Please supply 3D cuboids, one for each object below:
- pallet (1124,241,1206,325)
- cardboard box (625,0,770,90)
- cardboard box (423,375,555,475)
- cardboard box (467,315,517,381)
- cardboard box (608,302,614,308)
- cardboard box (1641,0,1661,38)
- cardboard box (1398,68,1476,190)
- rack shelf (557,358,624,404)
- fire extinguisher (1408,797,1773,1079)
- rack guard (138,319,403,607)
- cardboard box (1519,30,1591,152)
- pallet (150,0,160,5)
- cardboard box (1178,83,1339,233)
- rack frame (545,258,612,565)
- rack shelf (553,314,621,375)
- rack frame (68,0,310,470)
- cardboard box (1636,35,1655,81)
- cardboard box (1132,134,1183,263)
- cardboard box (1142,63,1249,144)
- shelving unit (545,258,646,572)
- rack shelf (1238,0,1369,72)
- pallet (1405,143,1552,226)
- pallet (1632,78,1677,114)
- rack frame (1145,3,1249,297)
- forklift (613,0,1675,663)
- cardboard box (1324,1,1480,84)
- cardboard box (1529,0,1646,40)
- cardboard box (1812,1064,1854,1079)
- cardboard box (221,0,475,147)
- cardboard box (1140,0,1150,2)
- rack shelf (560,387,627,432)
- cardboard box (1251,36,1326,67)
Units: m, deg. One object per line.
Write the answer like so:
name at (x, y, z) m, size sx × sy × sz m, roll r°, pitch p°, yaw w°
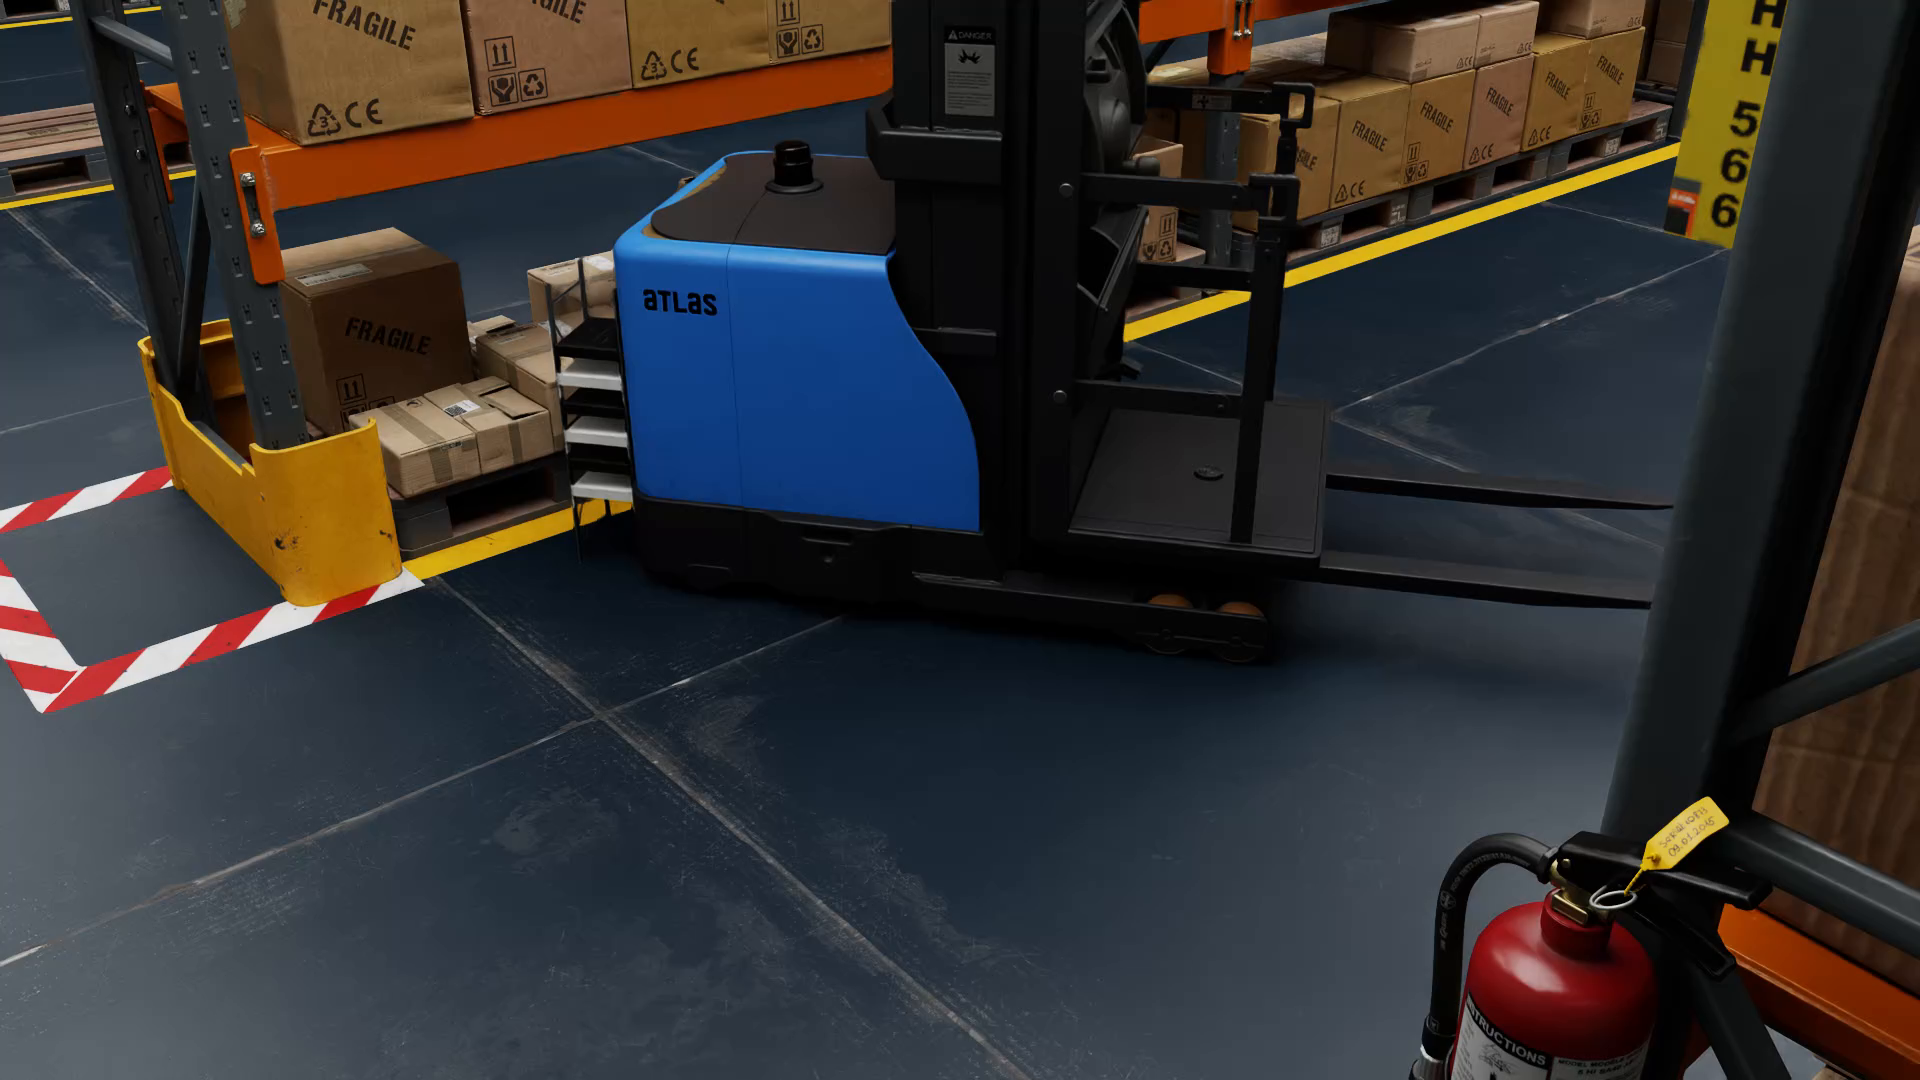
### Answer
pallet at (0.281, -1.136, 7.152) m, size 1.213 × 0.211 × 1.003 m, roll -22°, pitch 35°, yaw -35°
cardboard box at (-0.958, -1.750, 5.236) m, size 0.500 × 0.500 × 0.500 m, roll -22°, pitch 35°, yaw -35°
cardboard box at (-1.507, -0.378, 5.314) m, size 0.250 × 0.166 × 0.380 m, roll -22°, pitch 35°, yaw -35°
cardboard box at (-1.619, -0.643, 5.810) m, size 0.250 × 0.166 × 0.380 m, roll -22°, pitch 35°, yaw -35°
cardboard box at (-0.880, -0.704, 5.836) m, size 0.500 × 0.250 × 0.500 m, roll -22°, pitch 35°, yaw -35°
cardboard box at (4.086, -3.268, 10.059) m, size 0.500 × 0.311 × 0.500 m, roll -21°, pitch 34°, yaw -34°
cardboard box at (2.114, -2.045, 8.080) m, size 0.500 × 0.500 × 0.500 m, roll -21°, pitch 35°, yaw -34°
rack shelf at (-1.041, -0.495, 4.909) m, size 0.200 × 0.077 × 0.258 m, roll 6°, pitch 29°, yaw 11°
fire extinguisher at (0.565, 0.502, 1.606) m, size 0.183 × 0.674 × 0.296 m, roll -22°, pitch 35°, yaw -35°
rack guard at (-2.181, -0.273, 5.230) m, size 0.348 × 0.500 × 1.175 m, roll -22°, pitch 35°, yaw -35°
cardboard box at (2.894, -2.363, 8.674) m, size 0.500 × 0.500 × 0.500 m, roll -23°, pitch 36°, yaw -37°
pallet at (-6.252, -4.695, 13.811) m, size 1.213 × 0.211 × 1.003 m, roll -22°, pitch 35°, yaw -35°
cardboard box at (1.330, -1.728, 7.486) m, size 0.500 × 0.500 × 0.500 m, roll -24°, pitch 36°, yaw -37°
rack frame at (-1.140, -0.376, 4.998) m, size 0.006 × 0.900 × 0.240 m, roll 6°, pitch 29°, yaw 11°
rack shelf at (-1.041, -0.574, 4.867) m, size 0.200 × 0.077 × 0.258 m, roll 6°, pitch 29°, yaw 11°
rack frame at (-2.239, -1.352, 4.598) m, size 0.127 × 3.000 × 1.000 m, roll -22°, pitch 35°, yaw -35°
cardboard box at (4.089, -3.020, 10.191) m, size 0.500 × 0.250 × 0.500 m, roll -21°, pitch 35°, yaw -34°
cardboard box at (0.555, -1.391, 6.857) m, size 0.500 × 0.500 × 0.500 m, roll -22°, pitch 35°, yaw -35°
cardboard box at (0.993, -1.921, 7.848) m, size 0.500 × 0.500 × 0.500 m, roll -22°, pitch 35°, yaw -35°
shelving unit at (-1.041, -0.365, 4.979) m, size 0.210 × 0.900 × 0.258 m, roll 6°, pitch 29°, yaw 11°
rack shelf at (2.326, -2.870, 8.202) m, size 4.000 × 0.370 × 1.077 m, roll -22°, pitch 35°, yaw -35°
pallet at (2.327, -1.984, 8.738) m, size 1.213 × 0.211 × 1.003 m, roll -22°, pitch 35°, yaw -35°
pallet at (4.499, -2.808, 10.280) m, size 1.213 × 0.211 × 1.003 m, roll -22°, pitch 35°, yaw -35°
rack frame at (0.804, -2.576, 6.888) m, size 0.127 × 3.000 × 1.000 m, roll -22°, pitch 35°, yaw -35°
forklift at (0.608, -1.228, 4.438) m, size 3.031 × 2.935 × 1.130 m, roll 6°, pitch 29°, yaw 11°
cardboard box at (2.091, -2.365, 7.882) m, size 0.500 × 0.250 × 0.500 m, roll -22°, pitch 35°, yaw -35°
cardboard box at (3.248, -2.833, 8.758) m, size 0.500 × 0.250 × 0.500 m, roll -20°, pitch 34°, yaw -33°
cardboard box at (1.447, 1.090, 2.234) m, size 0.500 × 0.500 × 0.700 m, roll -22°, pitch 35°, yaw -35°
cardboard box at (-1.730, -1.438, 4.651) m, size 0.500 × 0.500 × 0.500 m, roll -21°, pitch 35°, yaw -34°
cardboard box at (0.590, -2.375, 6.406) m, size 0.500 × 0.500 × 0.500 m, roll -21°, pitch 35°, yaw -34°
rack shelf at (-1.041, -0.415, 4.952) m, size 0.200 × 0.077 × 0.258 m, roll 6°, pitch 29°, yaw 11°
cardboard box at (1.757, -2.223, 8.412) m, size 0.500 × 0.500 × 0.500 m, roll -21°, pitch 35°, yaw -34°
